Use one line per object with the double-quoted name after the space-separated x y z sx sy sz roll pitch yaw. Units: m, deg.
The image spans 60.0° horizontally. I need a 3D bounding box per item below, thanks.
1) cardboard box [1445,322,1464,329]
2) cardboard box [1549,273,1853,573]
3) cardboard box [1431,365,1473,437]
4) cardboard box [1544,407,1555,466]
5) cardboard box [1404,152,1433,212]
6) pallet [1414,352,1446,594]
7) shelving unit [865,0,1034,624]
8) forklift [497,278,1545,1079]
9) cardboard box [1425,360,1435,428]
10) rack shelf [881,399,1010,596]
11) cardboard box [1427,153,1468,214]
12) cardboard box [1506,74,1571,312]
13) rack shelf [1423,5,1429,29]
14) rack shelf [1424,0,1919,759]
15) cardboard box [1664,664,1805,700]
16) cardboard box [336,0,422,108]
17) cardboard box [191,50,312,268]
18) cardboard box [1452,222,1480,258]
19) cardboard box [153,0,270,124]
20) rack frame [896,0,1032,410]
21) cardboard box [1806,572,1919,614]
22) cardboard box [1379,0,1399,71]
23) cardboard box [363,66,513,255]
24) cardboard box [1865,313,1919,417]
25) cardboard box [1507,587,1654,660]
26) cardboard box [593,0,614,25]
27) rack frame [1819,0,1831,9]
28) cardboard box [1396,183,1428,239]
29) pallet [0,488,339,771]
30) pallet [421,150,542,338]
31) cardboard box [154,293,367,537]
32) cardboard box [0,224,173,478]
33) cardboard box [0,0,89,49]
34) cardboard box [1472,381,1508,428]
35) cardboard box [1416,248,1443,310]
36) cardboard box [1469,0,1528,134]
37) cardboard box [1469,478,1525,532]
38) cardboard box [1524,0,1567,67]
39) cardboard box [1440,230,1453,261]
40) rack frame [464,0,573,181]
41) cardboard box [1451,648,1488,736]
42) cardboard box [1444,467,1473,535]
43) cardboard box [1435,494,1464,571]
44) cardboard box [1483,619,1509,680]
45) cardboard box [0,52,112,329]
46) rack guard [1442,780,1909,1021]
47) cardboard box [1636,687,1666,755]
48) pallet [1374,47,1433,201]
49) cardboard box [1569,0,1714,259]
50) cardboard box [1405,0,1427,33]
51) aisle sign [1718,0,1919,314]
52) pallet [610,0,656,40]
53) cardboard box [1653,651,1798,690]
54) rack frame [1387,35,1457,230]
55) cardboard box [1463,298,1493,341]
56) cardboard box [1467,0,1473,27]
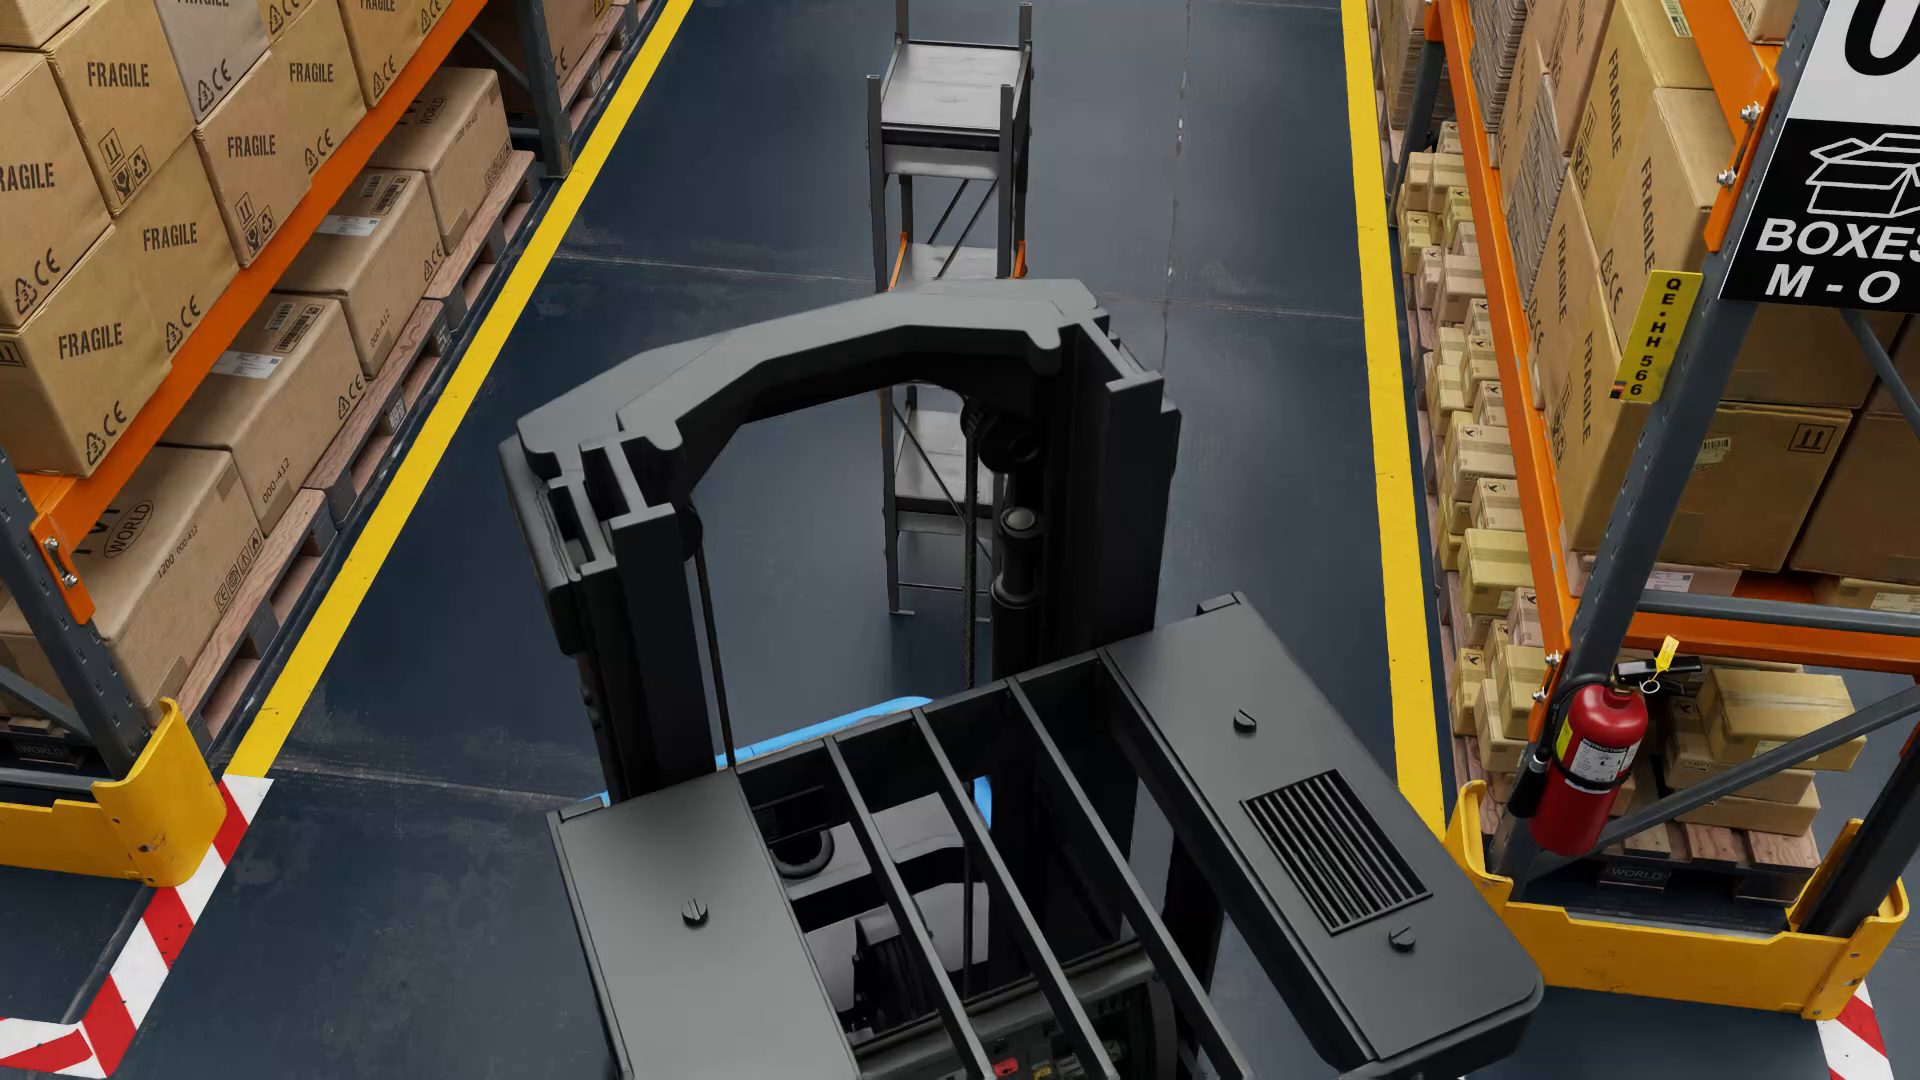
2.107 -0.832 6.499 0.380 0.149 0.250 7 44 7 "cardboard box"
1.787 -0.292 4.087 0.500 0.500 0.500 6 44 6 "cardboard box"
1.954 -0.500 6.148 0.380 0.149 0.250 6 44 6 "cardboard box"
1.834 -0.313 4.581 0.380 0.149 0.250 5 44 5 "cardboard box"
2.147 -1.551 7.258 0.380 0.149 0.250 7 44 7 "cardboard box"
2.299 -0.237 6.346 1.003 0.211 1.213 5 44 6 "pallet"
-0.022 -0.650 5.409 0.431 2.100 0.503 5 44 6 "shelving unit"
0.058 1.160 2.893 1.130 2.935 3.031 -16 46 -17 "forklift"
2.014 -0.554 6.422 0.380 0.149 0.250 4 44 4 "cardboard box"
-0.022 -0.131 5.900 0.431 0.518 0.480 5 44 6 "rack shelf"
2.166 -1.479 6.966 0.380 0.149 0.250 7 44 8 "cardboard box"
1.918 -0.989 4.823 0.500 0.500 0.500 5 44 6 "cardboard box"
2.776 -3.646 8.442 1.077 0.370 4.000 5 44 6 "rack shelf"
2.247 -0.920 5.563 1.077 0.370 4.000 5 44 6 "rack shelf"
2.399 0.442 5.154 0.380 0.149 0.250 5 44 5 "cardboard box"
-2.331 -1.927 6.031 0.500 0.500 0.500 5 44 5 "cardboard box"
-2.465 -1.228 5.293 0.500 0.500 0.500 5 44 5 "cardboard box"
2.169 -1.122 6.589 0.380 0.149 0.250 4 44 4 "cardboard box"
-2.469 -1.604 4.962 0.500 0.500 0.500 5 44 5 "cardboard box"
0.010 -0.816 5.585 0.400 2.100 0.015 5 44 6 "rack frame"
2.351 0.082 4.164 0.380 0.149 0.250 5 44 5 "cardboard box"
2.428 -2.666 8.396 0.500 0.500 0.500 4 44 5 "cardboard box"
-2.598 -1.729 7.452 0.875 0.438 0.875 5 44 5 "cardboard box"
2.305 -0.607 3.693 0.500 0.500 0.500 5 44 5 "cardboard box"
1.892 0.299 5.088 0.380 0.149 0.250 6 44 6 "cardboard box"
-2.294 -3.352 8.848 0.875 0.875 0.875 6 44 7 "cardboard box"
1.983 -1.996 1.813 1.000 3.000 0.127 5 44 6 "rack frame"
2.145 -1.442 7.360 0.380 0.149 0.250 3 44 4 "cardboard box"
-2.909 0.262 5.820 1.003 0.211 1.213 5 44 6 "pallet"
-2.586 -1.401 7.576 1.003 0.211 1.213 5 44 6 "pallet"
-2.836 -0.504 6.159 0.875 0.438 0.875 6 44 7 "cardboard box"
-2.589 -0.536 4.562 0.500 0.500 0.500 5 44 5 "cardboard box"
-2.504 -1.402 4.278 0.380 0.149 0.250 6 44 7 "cardboard box"
2.022 -0.417 5.845 0.380 0.149 0.250 4 44 4 "cardboard box"
2.129 -1.087 6.984 0.380 0.149 0.250 5 44 5 "cardboard box"
2.036 -1.696 5.570 0.500 0.500 0.500 4 44 5 "cardboard box"
1.897 -0.060 5.467 0.380 0.149 0.250 4 44 4 "cardboard box"
1.990 -1.721 4.870 0.500 0.500 0.500 4 44 4 "cardboard box"
2.206 -1.201 6.889 0.380 0.149 0.250 5 44 5 "cardboard box"
-2.408 -2.925 7.157 1.000 3.000 0.127 5 44 6 "rack frame"
1.779 0.503 5.305 0.380 0.149 0.250 6 44 7 "cardboard box"
1.892 -0.137 5.765 0.380 0.149 0.250 6 44 6 "cardboard box"
1.891 -0.018 5.856 0.380 0.149 0.250 3 44 4 "cardboard box"
1.858 0.398 5.200 0.380 0.149 0.250 4 44 5 "cardboard box"
-2.591 -0.899 4.218 0.500 0.500 0.500 4 44 5 "cardboard box"
1.993 1.038 4.790 1.175 0.500 0.348 5 44 6 "rack guard"
2.323 0.551 5.254 0.380 0.149 0.250 5 44 5 "cardboard box"
2.613 -2.062 8.274 1.003 0.211 1.213 5 44 6 "pallet"
1.864 -1.005 4.113 0.500 0.500 0.500 4 44 4 "cardboard box"
2.360 -2.592 7.773 0.500 0.250 0.500 4 44 4 "cardboard box"
1.676 -0.739 2.958 0.394 0.787 0.004 5 44 6 "aisle sign"
-2.222 -3.279 9.559 1.003 0.211 1.213 5 44 6 "pallet"
2.306 0.324 5.062 0.380 0.149 0.250 6 44 6 "cardboard box"
2.512 -2.544 6.755 1.000 3.000 0.127 5 44 6 "rack frame"
2.100 -0.763 6.210 0.380 0.149 0.250 4 44 4 "cardboard box"
2.189 -2.106 6.476 0.380 0.149 0.250 6 44 7 "cardboard box"
